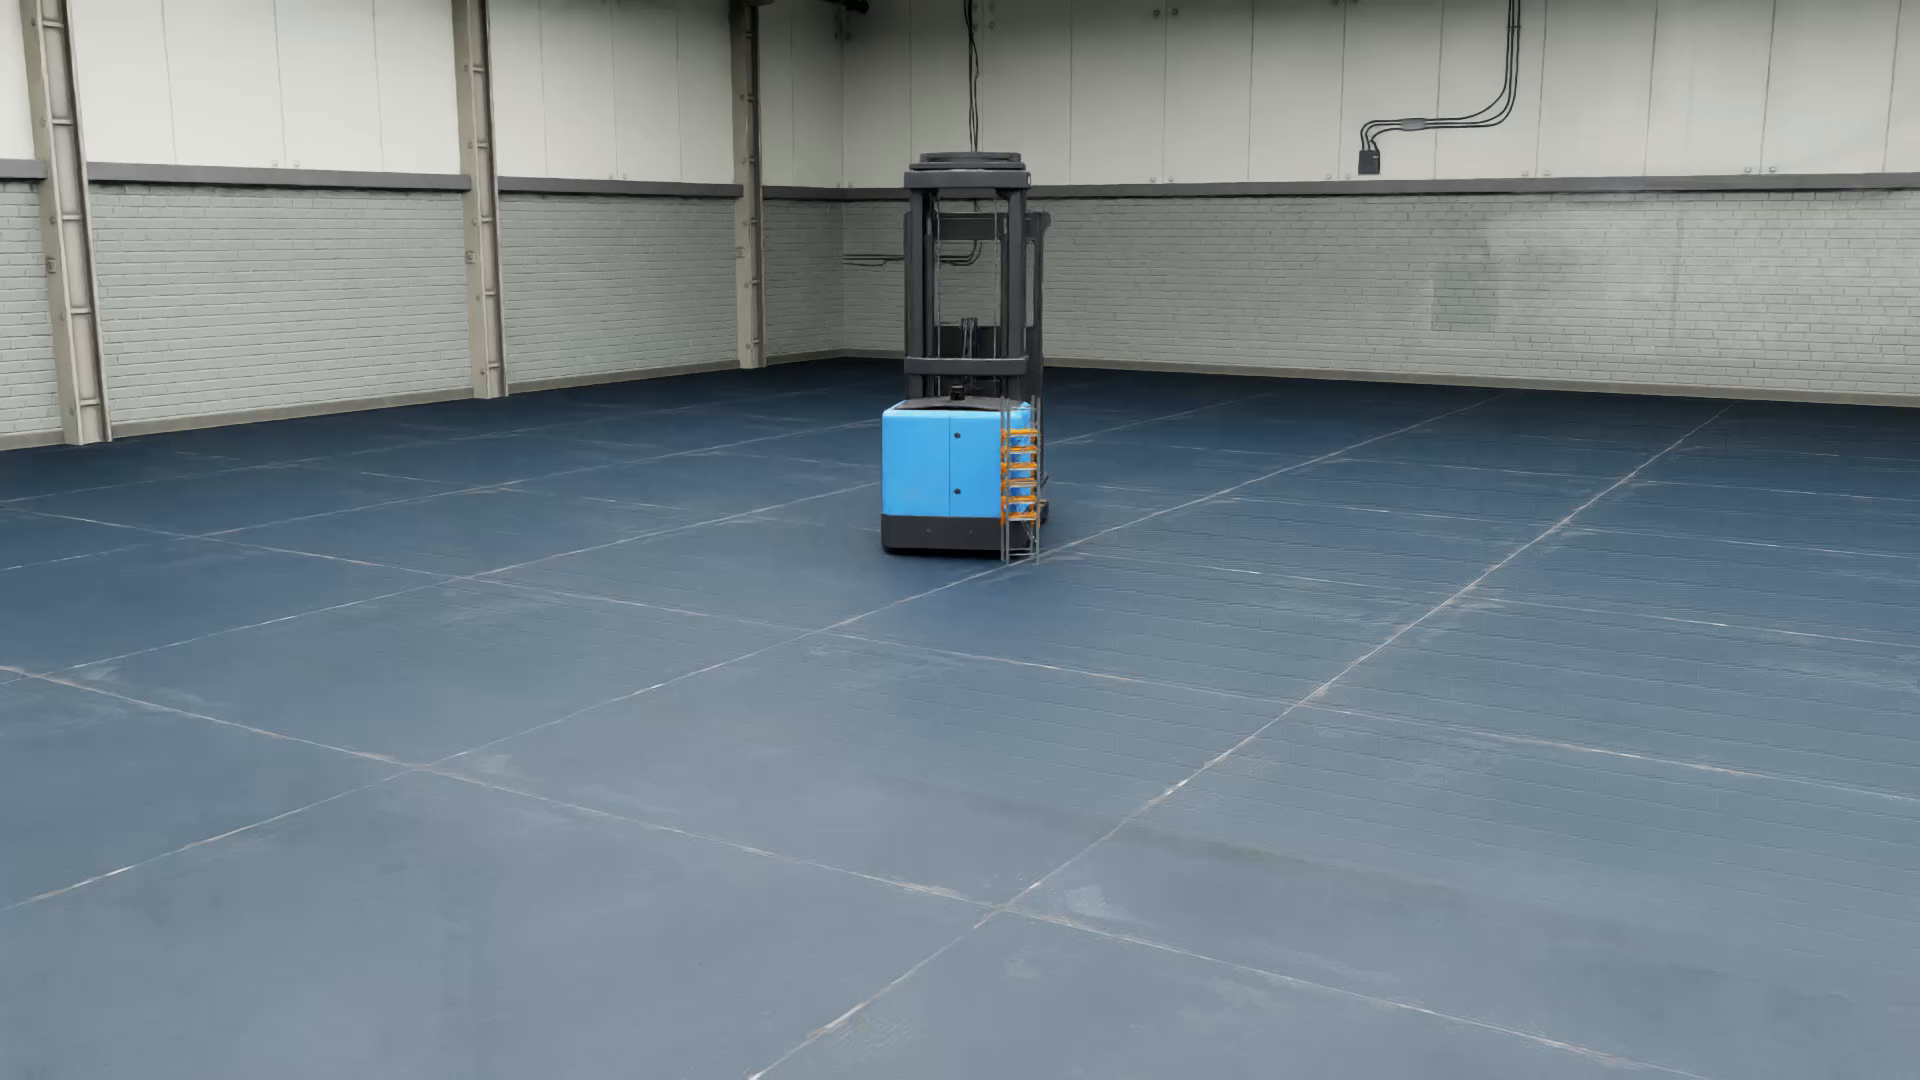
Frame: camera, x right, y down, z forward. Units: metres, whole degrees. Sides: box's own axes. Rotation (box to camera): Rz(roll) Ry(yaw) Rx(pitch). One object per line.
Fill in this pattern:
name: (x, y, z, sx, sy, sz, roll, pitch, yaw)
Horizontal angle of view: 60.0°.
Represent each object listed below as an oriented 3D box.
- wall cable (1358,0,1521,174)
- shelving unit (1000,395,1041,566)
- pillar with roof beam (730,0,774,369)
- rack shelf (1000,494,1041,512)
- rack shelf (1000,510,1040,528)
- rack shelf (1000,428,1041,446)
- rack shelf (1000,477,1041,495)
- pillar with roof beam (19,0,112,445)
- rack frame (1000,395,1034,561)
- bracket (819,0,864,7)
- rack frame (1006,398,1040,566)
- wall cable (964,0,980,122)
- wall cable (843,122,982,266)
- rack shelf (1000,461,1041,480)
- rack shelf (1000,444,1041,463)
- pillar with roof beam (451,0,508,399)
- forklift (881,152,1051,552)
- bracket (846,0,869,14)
wall cable: (7.165, -8.510, 24.628, 2.305, 6.003, 0.169, 6, 12, 31)
shelving unit: (0.429, -0.424, 11.870, 0.258, 1.200, 0.189, -2, 11, -11)
pillar with roof beam: (0.080, -7.000, 25.802, 9.100, 9.000, 0.548, 6, 12, 31)
rack shelf: (0.429, -0.262, 11.900, 0.258, 0.103, 0.180, -2, 11, -11)
rack shelf: (0.429, -0.144, 11.923, 0.258, 0.103, 0.180, -2, 11, -11)
rack shelf: (0.429, -0.734, 11.812, 0.258, 0.103, 0.180, -2, 11, -11)
rack shelf: (0.429, -0.380, 11.878, 0.258, 0.103, 0.180, -2, 11, -11)
pillar with roof beam: (-6.150, -5.112, 15.721, 9.100, 9.000, 0.400, 6, 12, 31)
rack frame: (0.411, -0.440, 11.958, 0.240, 1.200, 0.006, -2, 11, -11)
bracket: (-2.157, -9.491, 29.330, 0.076, 0.066, 3.189, 6, 12, 31)
rack frame: (0.447, -0.407, 11.782, 0.240, 1.200, 0.006, -2, 11, -11)
wall cable: (1.372, -8.445, 28.240, 3.097, 2.526, 0.112, 6, 12, 31)
wall cable: (-0.940, -6.222, 30.085, 3.097, 2.526, 0.112, 6, 12, 31)
rack shelf: (0.429, -0.498, 11.856, 0.258, 0.103, 0.180, -2, 11, -11)
rack shelf: (0.429, -0.616, 11.834, 0.258, 0.103, 0.180, -2, 11, -11)
pillar with roof beam: (-3.035, -6.056, 20.762, 9.100, 9.000, 0.400, 6, 12, 31)
forklift: (0.142, -1.579, 13.335, 1.130, 2.935, 3.031, 2, 11, 8)
bracket: (-1.850, -9.584, 29.826, 0.235, 0.232, 0.430, 6, 12, 31)
